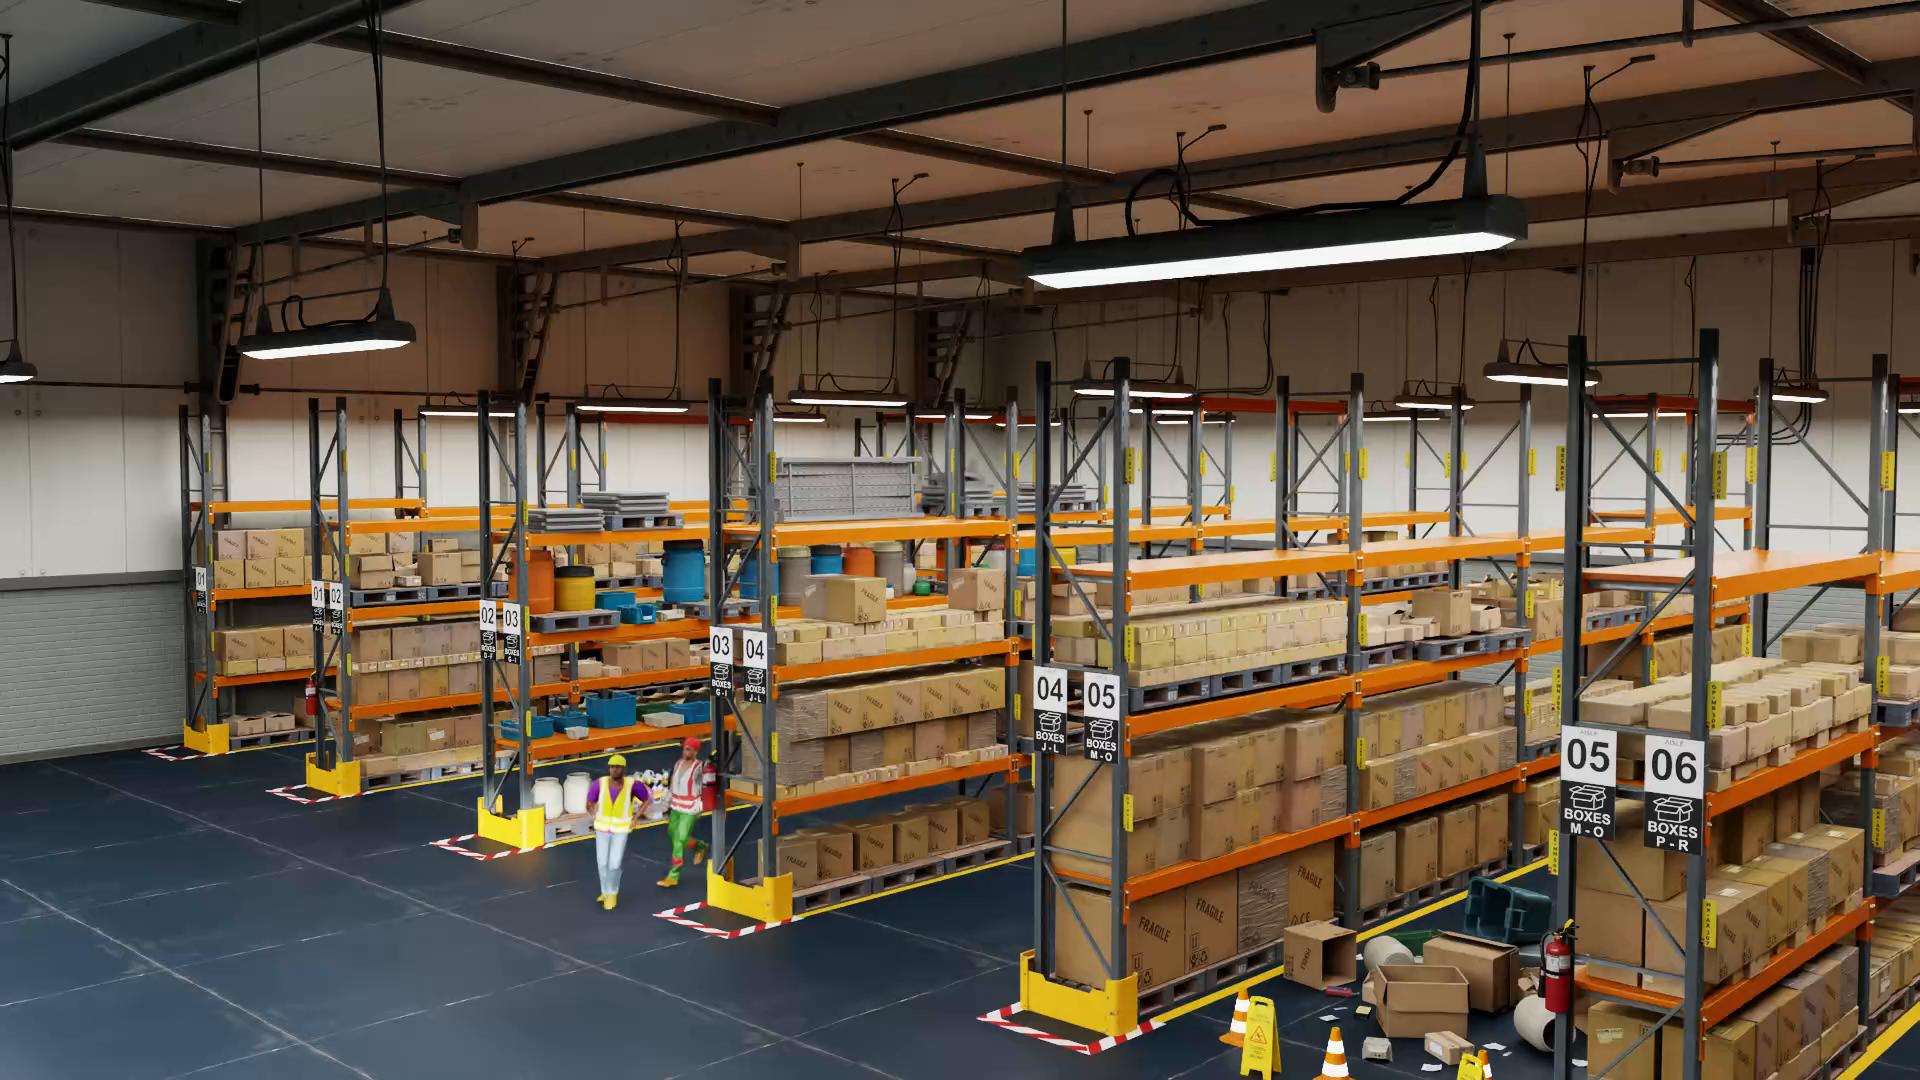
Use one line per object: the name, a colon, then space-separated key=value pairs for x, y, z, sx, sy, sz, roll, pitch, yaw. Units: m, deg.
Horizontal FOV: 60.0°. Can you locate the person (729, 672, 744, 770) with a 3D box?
person: x=-3.520 y=2.902 z=27.053 sx=0.790 sy=1.751 sz=0.585 roll=-3 pitch=4 yaw=-43

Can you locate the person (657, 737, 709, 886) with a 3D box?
person: x=-3.256 y=3.239 z=19.907 sx=0.679 sy=1.763 sz=0.799 roll=2 pitch=4 yaw=36

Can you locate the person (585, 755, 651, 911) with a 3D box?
person: x=-3.902 y=3.312 z=18.809 sx=0.699 sy=1.782 sz=0.690 roll=0 pitch=3 yaw=5
